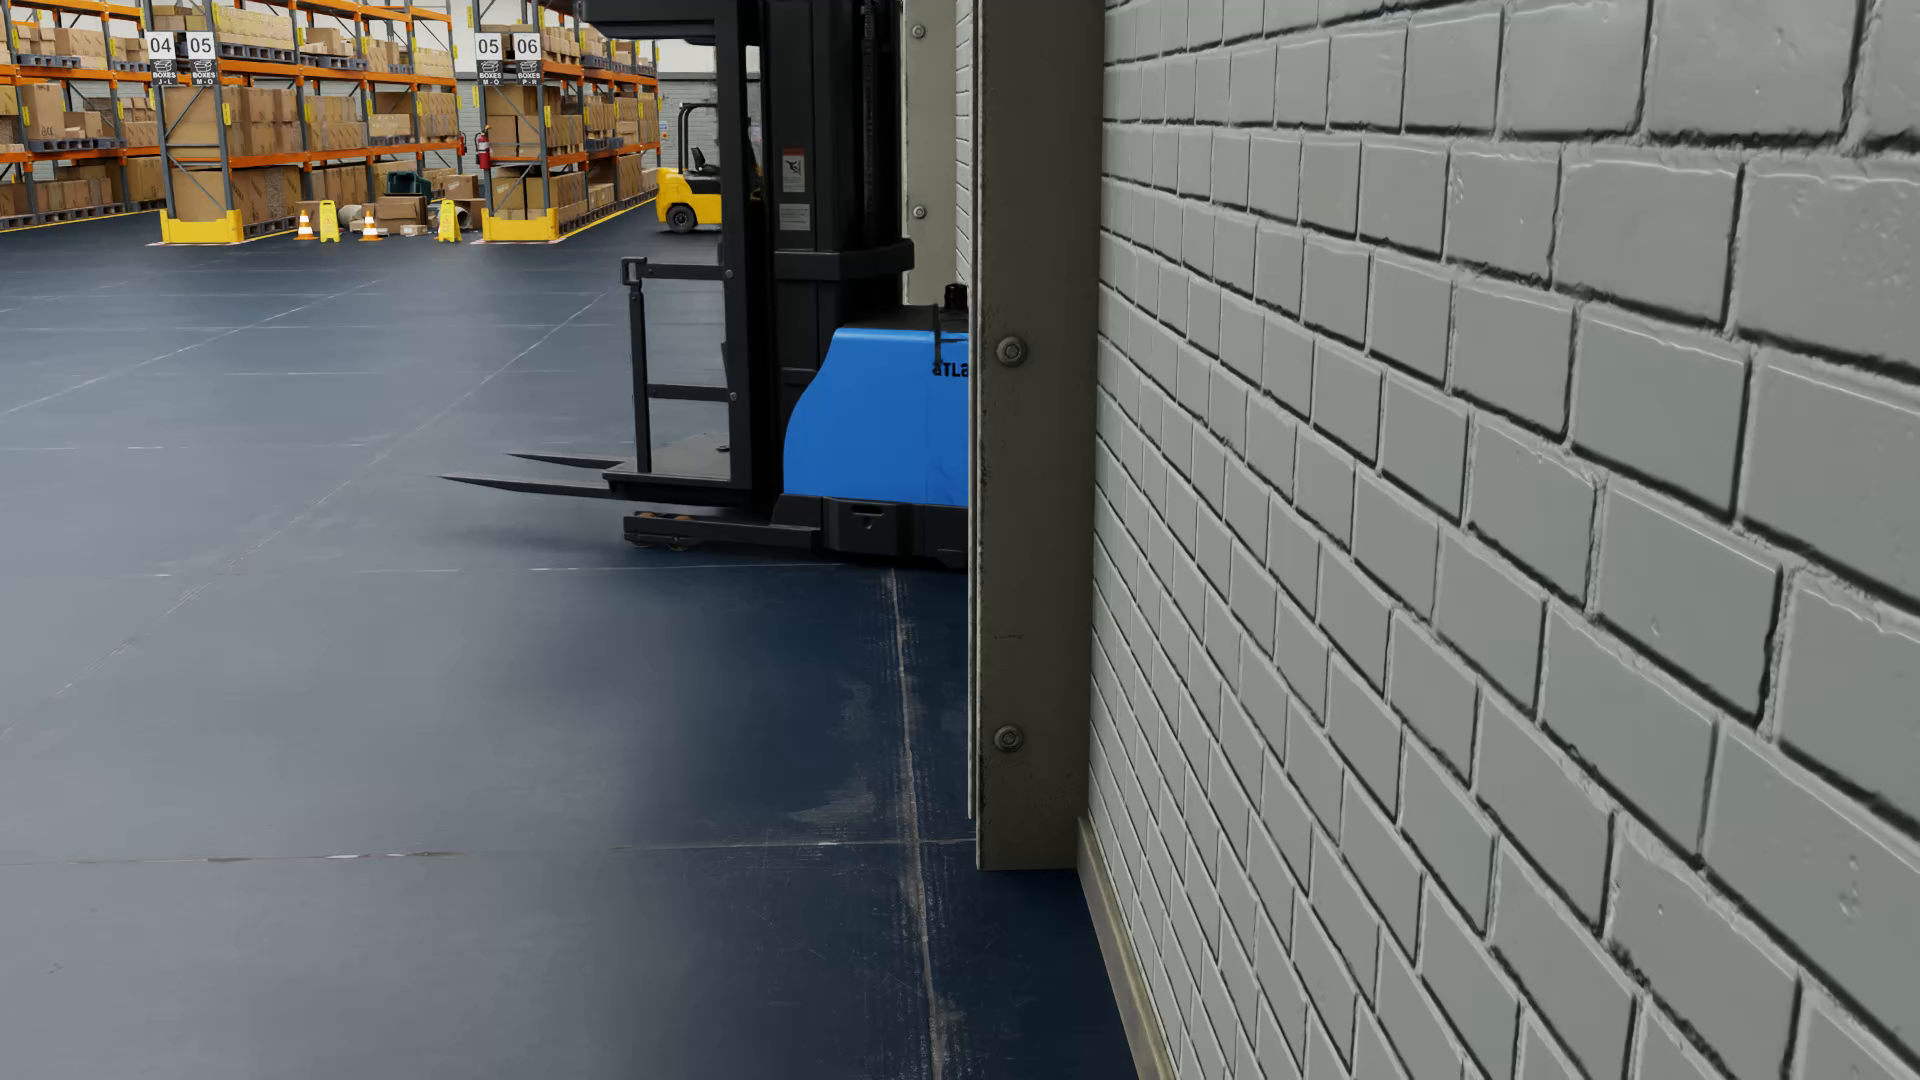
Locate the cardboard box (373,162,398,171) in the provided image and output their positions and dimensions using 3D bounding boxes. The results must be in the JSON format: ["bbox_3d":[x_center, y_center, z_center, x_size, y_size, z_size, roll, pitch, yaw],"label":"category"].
[{"bbox_3d":[-12.387,-7.977,35.679,0.500,0.250,0.500,-1,14,-3],"label":"cardboard box"}]

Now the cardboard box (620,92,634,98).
[{"bbox_3d":[-7.611,-10.222,38.227,0.380,0.149,0.250,-1,14,-4],"label":"cardboard box"}]

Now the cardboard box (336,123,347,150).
[{"bbox_3d":[-12.145,-7.761,31.971,0.500,0.500,0.500,-1,14,-3],"label":"cardboard box"}]

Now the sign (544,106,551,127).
[{"bbox_3d":[-6.565,-6.736,26.450,0.100,0.325,0.005,-1,14,-3],"label":"sign"}]

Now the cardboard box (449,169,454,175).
[{"bbox_3d":[-12.646,-9.043,40.839,0.380,0.149,0.250,-1,14,-5],"label":"cardboard box"}]

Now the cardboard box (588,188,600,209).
[{"bbox_3d":[-7.438,-6.543,31.868,0.950,0.372,0.625,0,14,0],"label":"cardboard box"}]

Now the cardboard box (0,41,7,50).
[{"bbox_3d":[-16.937,-8.647,29.095,0.380,0.149,0.250,0,14,-2],"label":"cardboard box"}]

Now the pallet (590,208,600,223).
[{"bbox_3d":[-7.405,-6.146,31.492,1.003,0.211,1.213,-1,14,-3],"label":"pallet"}]

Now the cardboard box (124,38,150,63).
[{"bbox_3d":[-17.641,-10.359,35.198,0.797,0.503,0.637,-1,14,-4],"label":"cardboard box"}]

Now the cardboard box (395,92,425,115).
[{"bbox_3d":[-12.569,-9.984,38.006,0.500,0.500,0.500,-1,14,-2],"label":"cardboard box"}]

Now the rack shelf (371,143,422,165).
[{"bbox_3d":[-12.661,-8.346,35.886,1.077,0.370,4.000,-1,14,-3],"label":"rack shelf"}]

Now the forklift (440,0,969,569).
[{"bbox_3d":[-1.078,-1.486,7.919,3.031,2.935,1.130,5,15,17],"label":"forklift"}]

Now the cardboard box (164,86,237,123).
[{"bbox_3d":[-12.026,-6.895,26.338,0.875,0.550,0.550,-1,14,-3],"label":"cardboard box"}]

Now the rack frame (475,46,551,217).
[{"bbox_3d":[-7.107,-6.309,26.525,1.000,3.000,0.127,-1,14,-3],"label":"rack frame"}]

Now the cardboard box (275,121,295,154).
[{"bbox_3d":[-12.198,-7.046,29.092,0.875,0.550,0.550,-1,14,-3],"label":"cardboard box"}]

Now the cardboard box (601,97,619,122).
[{"bbox_3d":[-7.389,-8.957,34.612,0.500,0.500,0.500,-1,14,-5],"label":"cardboard box"}]

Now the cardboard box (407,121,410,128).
[{"bbox_3d":[-12.563,-9.321,37.299,0.380,0.149,0.250,0,14,-2],"label":"cardboard box"}]

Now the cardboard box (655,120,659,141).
[{"bbox_3d":[-7.804,-10.220,41.528,0.500,0.500,0.500,-1,14,-3],"label":"cardboard box"}]

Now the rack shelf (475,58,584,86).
[{"bbox_3d":[-7.231,-7.910,28.174,1.077,0.370,4.000,-1,14,-3],"label":"rack shelf"}]

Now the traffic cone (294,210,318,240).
[{"bbox_3d":[-10.657,-5.132,27.045,0.336,0.463,0.334,-1,14,-3],"label":"traffic cone"}]

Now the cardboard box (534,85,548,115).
[{"bbox_3d":[-7.407,-7.486,28.299,0.700,0.500,0.500,-1,14,-4],"label":"cardboard box"}]

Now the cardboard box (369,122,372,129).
[{"bbox_3d":[-12.366,-8.546,34.284,0.380,0.149,0.250,0,14,-1],"label":"cardboard box"}]

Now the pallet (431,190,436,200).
[{"bbox_3d":[-12.862,-8.007,38.724,1.003,0.211,1.213,-1,14,-3],"label":"pallet"}]

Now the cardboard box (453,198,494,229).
[{"bbox_3d":[-8.647,-5.806,29.585,0.500,0.500,0.500,10,18,35],"label":"cardboard box"}]

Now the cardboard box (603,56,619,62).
[{"bbox_3d":[-7.584,-10.368,35.909,0.380,0.166,0.250,0,14,1],"label":"cardboard box"}]

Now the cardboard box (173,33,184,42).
[{"bbox_3d":[-12.400,-7.867,26.024,0.380,0.149,0.250,-1,14,-4],"label":"cardboard box"}]

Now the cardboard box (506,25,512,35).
[{"bbox_3d":[-7.400,-8.170,26.644,0.380,0.149,0.250,-1,14,-2],"label":"cardboard box"}]

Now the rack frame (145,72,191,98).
[{"bbox_3d":[-17.741,-9.140,37.530,1.000,3.000,0.127,-1,14,-3],"label":"rack frame"}]

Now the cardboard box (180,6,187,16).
[{"bbox_3d":[-12.415,-8.317,26.171,0.380,0.149,0.250,-1,14,-3],"label":"cardboard box"}]

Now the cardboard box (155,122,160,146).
[{"bbox_3d":[-17.351,-8.699,35.614,0.500,0.500,0.500,-1,14,-3],"label":"cardboard box"}]

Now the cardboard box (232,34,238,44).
[{"bbox_3d":[-11.774,-8.006,26.562,0.380,0.149,0.250,-1,14,-3],"label":"cardboard box"}]

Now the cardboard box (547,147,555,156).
[{"bbox_3d":[-6.887,-6.404,27.402,0.380,0.149,0.250,-1,14,-5],"label":"cardboard box"}]

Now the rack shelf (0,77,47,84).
[{"bbox_3d":[-22.809,-10.665,38.882,1.077,0.370,4.000,-1,14,-3],"label":"rack shelf"}]

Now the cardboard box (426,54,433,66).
[{"bbox_3d":[-12.619,-11.186,38.761,0.500,0.250,0.500,-1,14,-2],"label":"cardboard box"}]

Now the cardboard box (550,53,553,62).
[{"bbox_3d":[-6.952,-7.985,27.524,0.380,0.149,0.250,-1,14,-5],"label":"cardboard box"}]

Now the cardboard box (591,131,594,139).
[{"bbox_3d":[-7.080,-7.590,31.166,0.380,0.149,0.250,-1,14,-2],"label":"cardboard box"}]

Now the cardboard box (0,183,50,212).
[{"bbox_3d":[-17.262,-6.306,30.648,0.700,0.500,0.500,-2,15,-8],"label":"cardboard box"}]

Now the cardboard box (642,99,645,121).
[{"bbox_3d":[-7.663,-10.073,38.951,0.500,0.500,0.500,-1,14,-4],"label":"cardboard box"}]

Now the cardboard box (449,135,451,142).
[{"bbox_3d":[-12.722,-9.863,40.845,0.380,0.149,0.250,-1,14,-4],"label":"cardboard box"}]

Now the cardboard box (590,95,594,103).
[{"bbox_3d":[-7.201,-8.404,31.729,0.380,0.149,0.250,0,14,0],"label":"cardboard box"}]

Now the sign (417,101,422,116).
[{"bbox_3d":[-12.231,-9.762,37.622,0.100,0.325,0.005,-1,14,-3],"label":"sign"}]

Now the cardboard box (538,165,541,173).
[{"bbox_3d":[-7.606,-6.542,29.300,0.380,0.149,0.250,0,14,-1],"label":"cardboard box"}]

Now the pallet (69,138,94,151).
[{"bbox_3d":[-17.330,-7.561,31.776,1.003,0.211,1.213,-1,14,-3],"label":"pallet"}]

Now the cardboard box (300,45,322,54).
[{"bbox_3d":[-12.116,-9.137,30.960,0.380,0.149,0.250,-1,14,-3],"label":"cardboard box"}]

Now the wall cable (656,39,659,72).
[{"bbox_3d":[-8.732,-14.603,46.725,0.463,3.000,0.029,-1,14,-3],"label":"wall cable"}]

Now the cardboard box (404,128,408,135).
[{"bbox_3d":[-12.546,-9.113,37.086,0.380,0.149,0.250,-1,14,-3],"label":"cardboard box"}]

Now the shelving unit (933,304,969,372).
[{"bbox_3d":[-0.002,-0.484,7.524,0.258,1.200,0.189,-1,35,-4],"label":"shelving unit"}]

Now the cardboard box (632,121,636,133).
[{"bbox_3d":[-7.542,-9.232,37.187,0.500,0.250,0.500,-1,14,-2],"label":"cardboard box"}]

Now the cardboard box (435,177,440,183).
[{"bbox_3d":[-12.604,-8.575,39.614,0.380,0.149,0.250,-1,14,-4],"label":"cardboard box"}]

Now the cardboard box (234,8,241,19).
[{"bbox_3d":[-11.790,-8.453,26.700,0.380,0.149,0.250,-1,14,-3],"label":"cardboard box"}]

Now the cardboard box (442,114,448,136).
[{"bbox_3d":[-12.680,-10.017,40.140,0.500,0.500,0.500,-1,14,-3],"label":"cardboard box"}]

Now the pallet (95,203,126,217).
[{"bbox_3d":[-17.447,-6.600,33.255,1.003,0.211,1.213,-1,14,-3],"label":"pallet"}]

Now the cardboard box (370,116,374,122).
[{"bbox_3d":[-12.391,-8.751,34.486,0.380,0.149,0.250,-1,14,-5],"label":"cardboard box"}]

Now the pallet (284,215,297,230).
[{"bbox_3d":[-12.320,-5.661,29.605,1.003,0.211,1.213,-1,14,-3],"label":"pallet"}]
